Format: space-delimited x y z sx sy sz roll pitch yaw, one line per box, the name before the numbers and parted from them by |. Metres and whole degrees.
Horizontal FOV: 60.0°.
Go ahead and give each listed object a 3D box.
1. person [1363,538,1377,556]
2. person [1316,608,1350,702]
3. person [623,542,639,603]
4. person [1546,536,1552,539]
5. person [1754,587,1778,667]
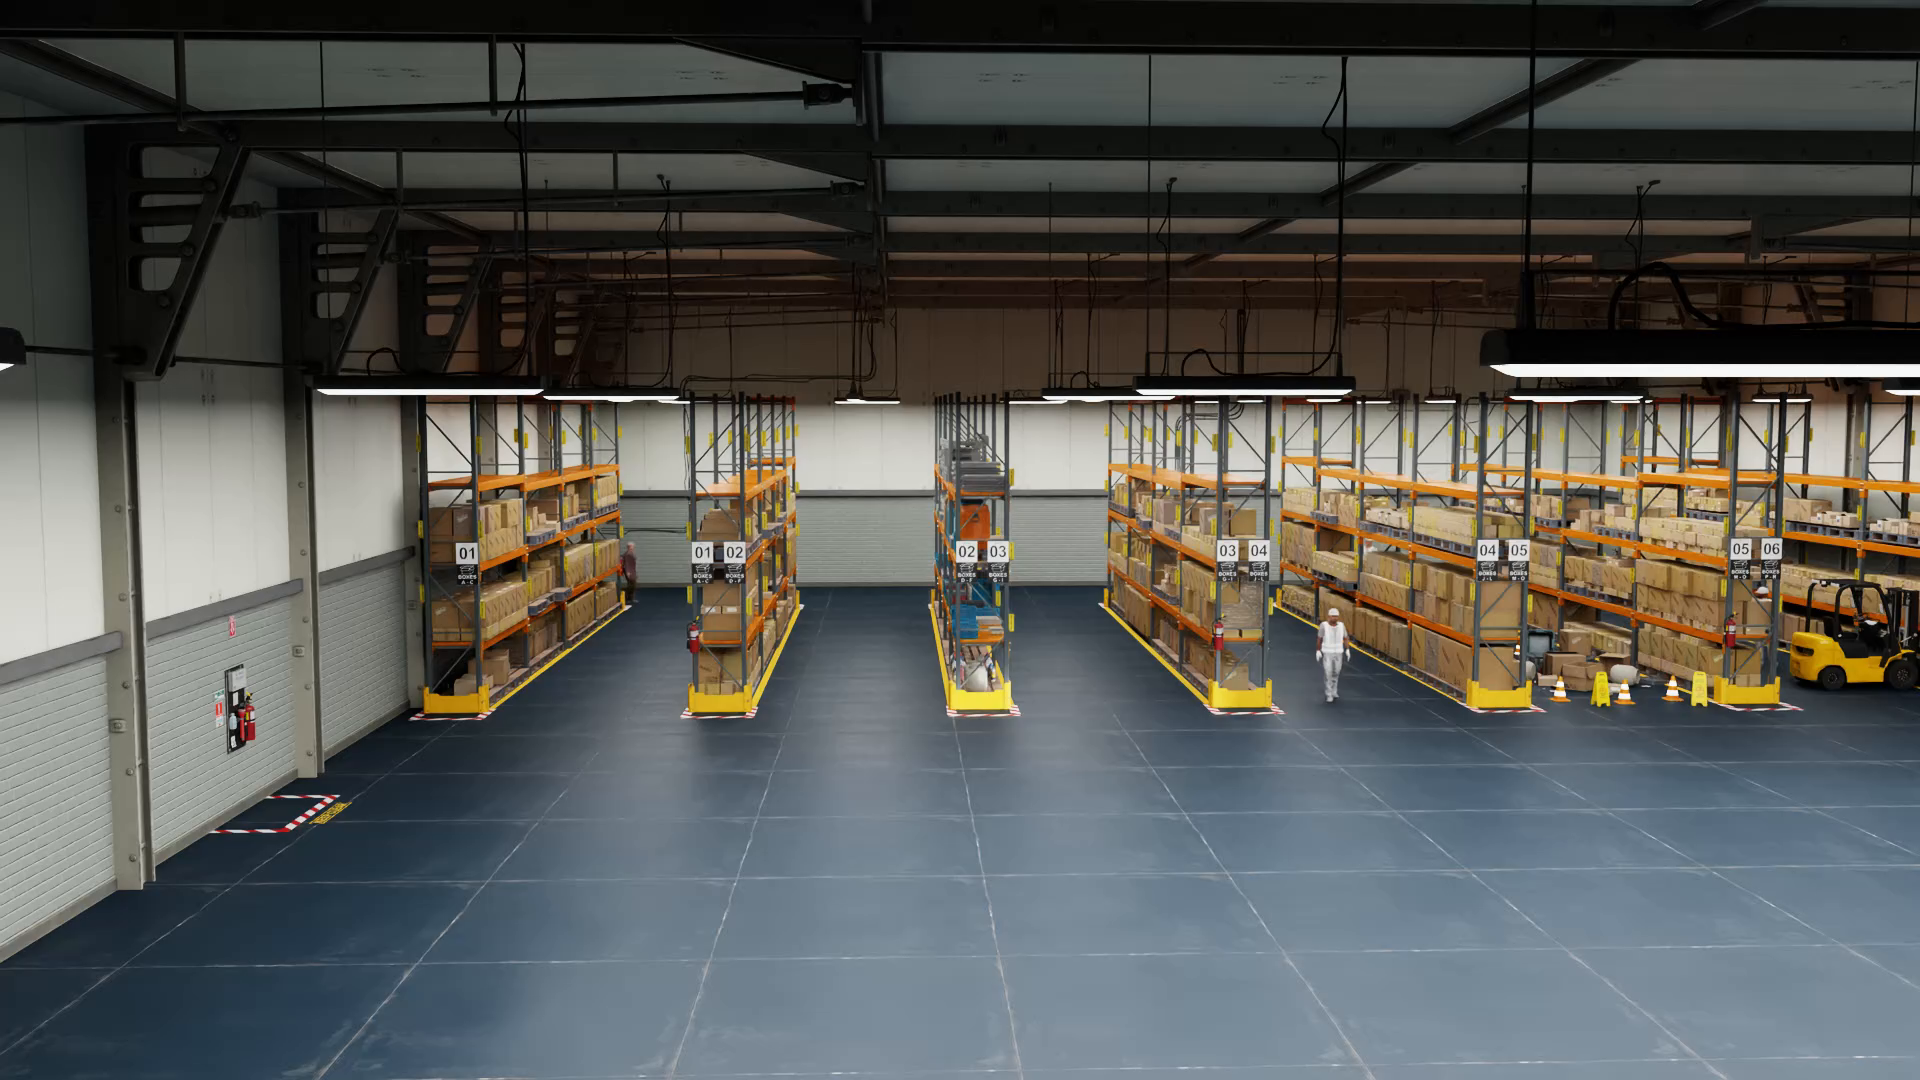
person | 12.511 0.776 50.783 1.012 1.752 0.519 -3 5 -29
person | 7.303 2.241 32.528 0.613 1.826 0.564 -1 5 -7
person | -9.611 0.951 48.249 0.568 1.777 0.602 0 5 -4
person | 18.543 0.699 52.518 0.437 1.688 0.463 -2 5 -20
person | 17.729 1.914 36.652 0.590 1.765 0.548 0 5 -3
